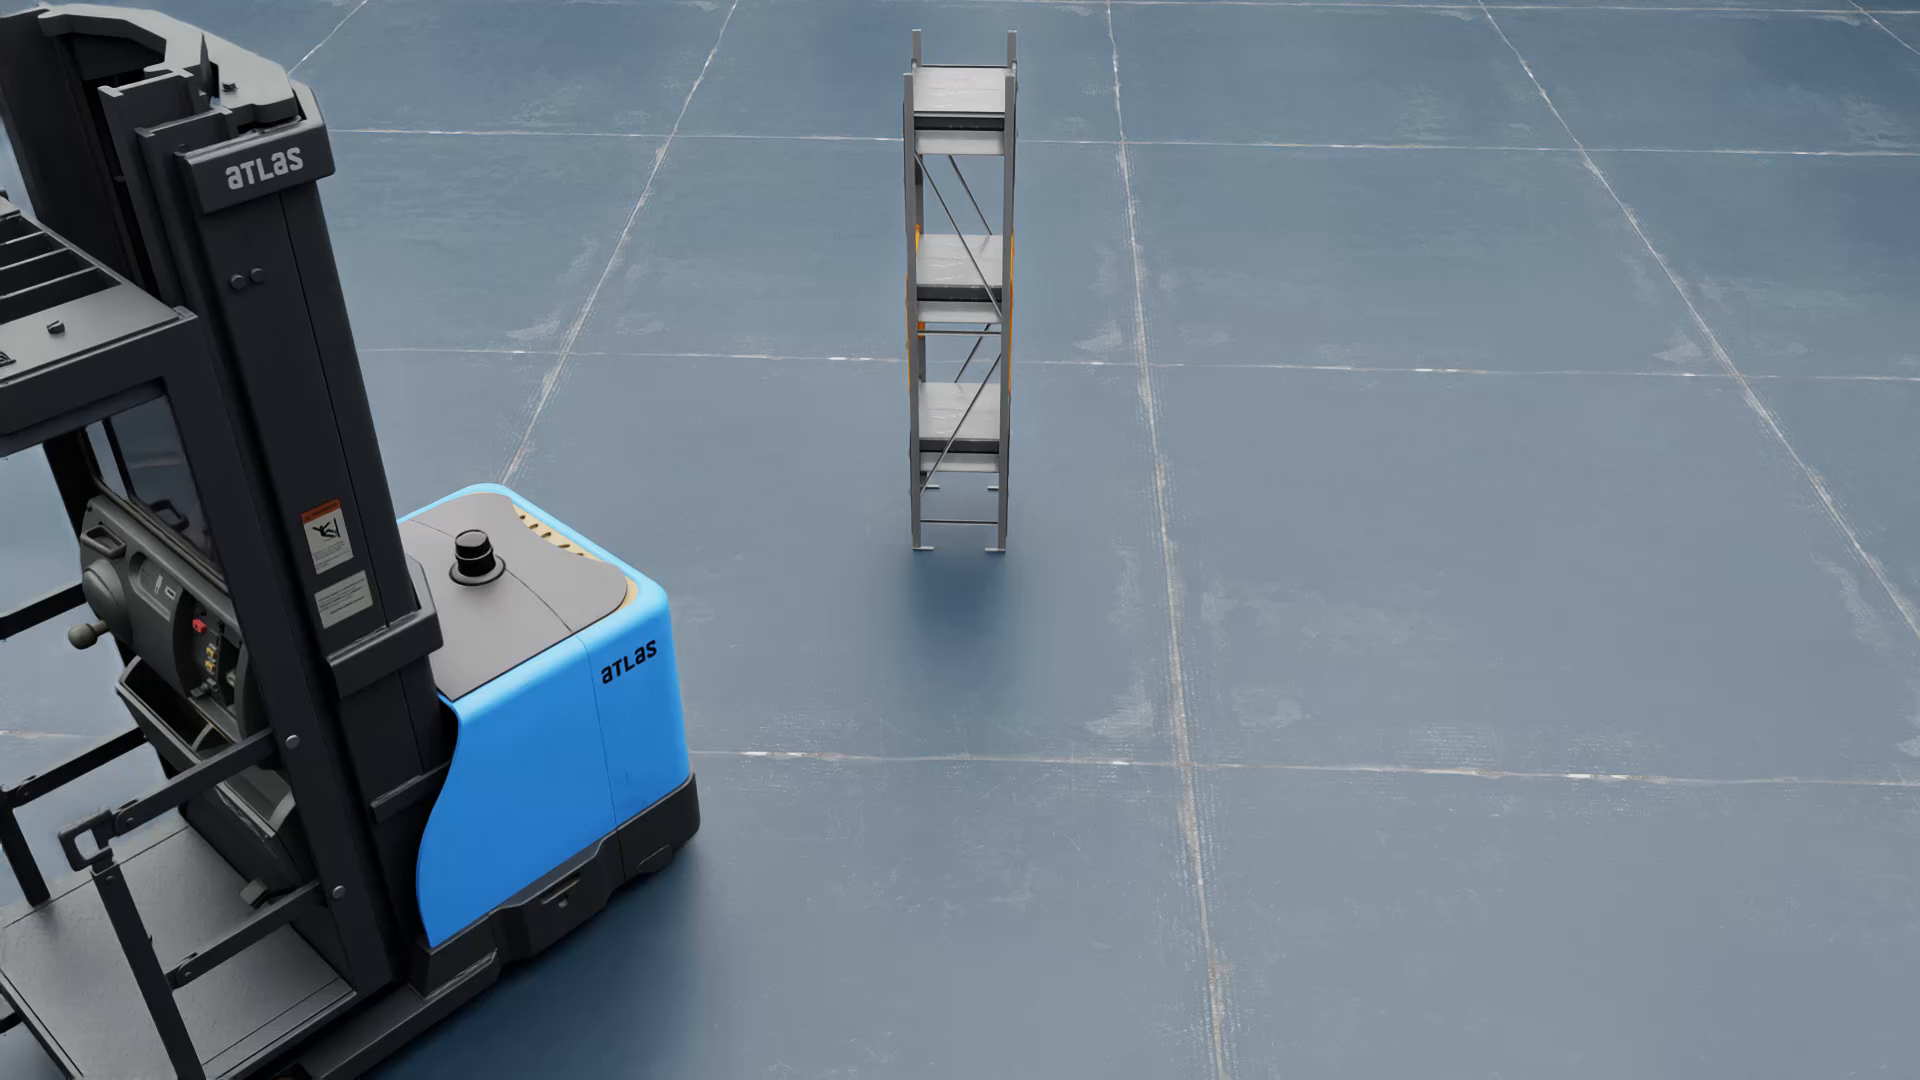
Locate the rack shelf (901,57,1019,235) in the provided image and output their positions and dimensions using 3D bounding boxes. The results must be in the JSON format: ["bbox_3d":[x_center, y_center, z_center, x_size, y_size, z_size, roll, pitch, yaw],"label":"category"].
[{"bbox_3d":[0.007,-1.516,6.387,0.431,0.518,0.480,1,35,2],"label":"rack shelf"}]

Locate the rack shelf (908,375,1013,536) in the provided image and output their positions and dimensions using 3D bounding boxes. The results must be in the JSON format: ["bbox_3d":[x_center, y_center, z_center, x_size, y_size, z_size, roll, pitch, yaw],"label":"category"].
[{"bbox_3d":[0.007,-0.370,7.192,0.431,0.518,0.480,1,35,2],"label":"rack shelf"}]

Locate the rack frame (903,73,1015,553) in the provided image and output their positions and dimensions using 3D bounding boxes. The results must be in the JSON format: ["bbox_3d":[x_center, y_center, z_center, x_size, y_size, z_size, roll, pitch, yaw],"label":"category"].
[{"bbox_3d":[-0.003,-0.814,6.582,0.400,2.100,0.015,1,35,2],"label":"rack frame"}]

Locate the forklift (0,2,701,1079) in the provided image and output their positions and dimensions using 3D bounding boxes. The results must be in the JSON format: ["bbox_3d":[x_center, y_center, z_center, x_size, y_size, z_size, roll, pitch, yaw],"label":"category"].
[{"bbox_3d":[-2.263,0.270,4.316,1.130,2.935,3.031,28,44,34],"label":"forklift"}]

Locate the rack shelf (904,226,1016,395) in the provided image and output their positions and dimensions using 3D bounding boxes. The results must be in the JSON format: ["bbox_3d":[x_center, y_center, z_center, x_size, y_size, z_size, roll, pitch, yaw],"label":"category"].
[{"bbox_3d":[0.007,-0.943,6.789,0.431,0.518,0.480,1,35,2],"label":"rack shelf"}]

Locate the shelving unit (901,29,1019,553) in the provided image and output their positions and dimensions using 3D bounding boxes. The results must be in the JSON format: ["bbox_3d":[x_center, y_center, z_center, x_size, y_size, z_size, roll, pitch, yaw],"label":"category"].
[{"bbox_3d":[0.007,-0.954,6.782,0.431,2.100,0.503,1,35,2],"label":"shelving unit"}]

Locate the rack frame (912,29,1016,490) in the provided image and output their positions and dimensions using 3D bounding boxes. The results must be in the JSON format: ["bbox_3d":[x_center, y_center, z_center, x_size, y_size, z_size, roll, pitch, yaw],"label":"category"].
[{"bbox_3d":[0.016,-1.094,6.981,0.400,2.100,0.015,1,35,2],"label":"rack frame"}]
